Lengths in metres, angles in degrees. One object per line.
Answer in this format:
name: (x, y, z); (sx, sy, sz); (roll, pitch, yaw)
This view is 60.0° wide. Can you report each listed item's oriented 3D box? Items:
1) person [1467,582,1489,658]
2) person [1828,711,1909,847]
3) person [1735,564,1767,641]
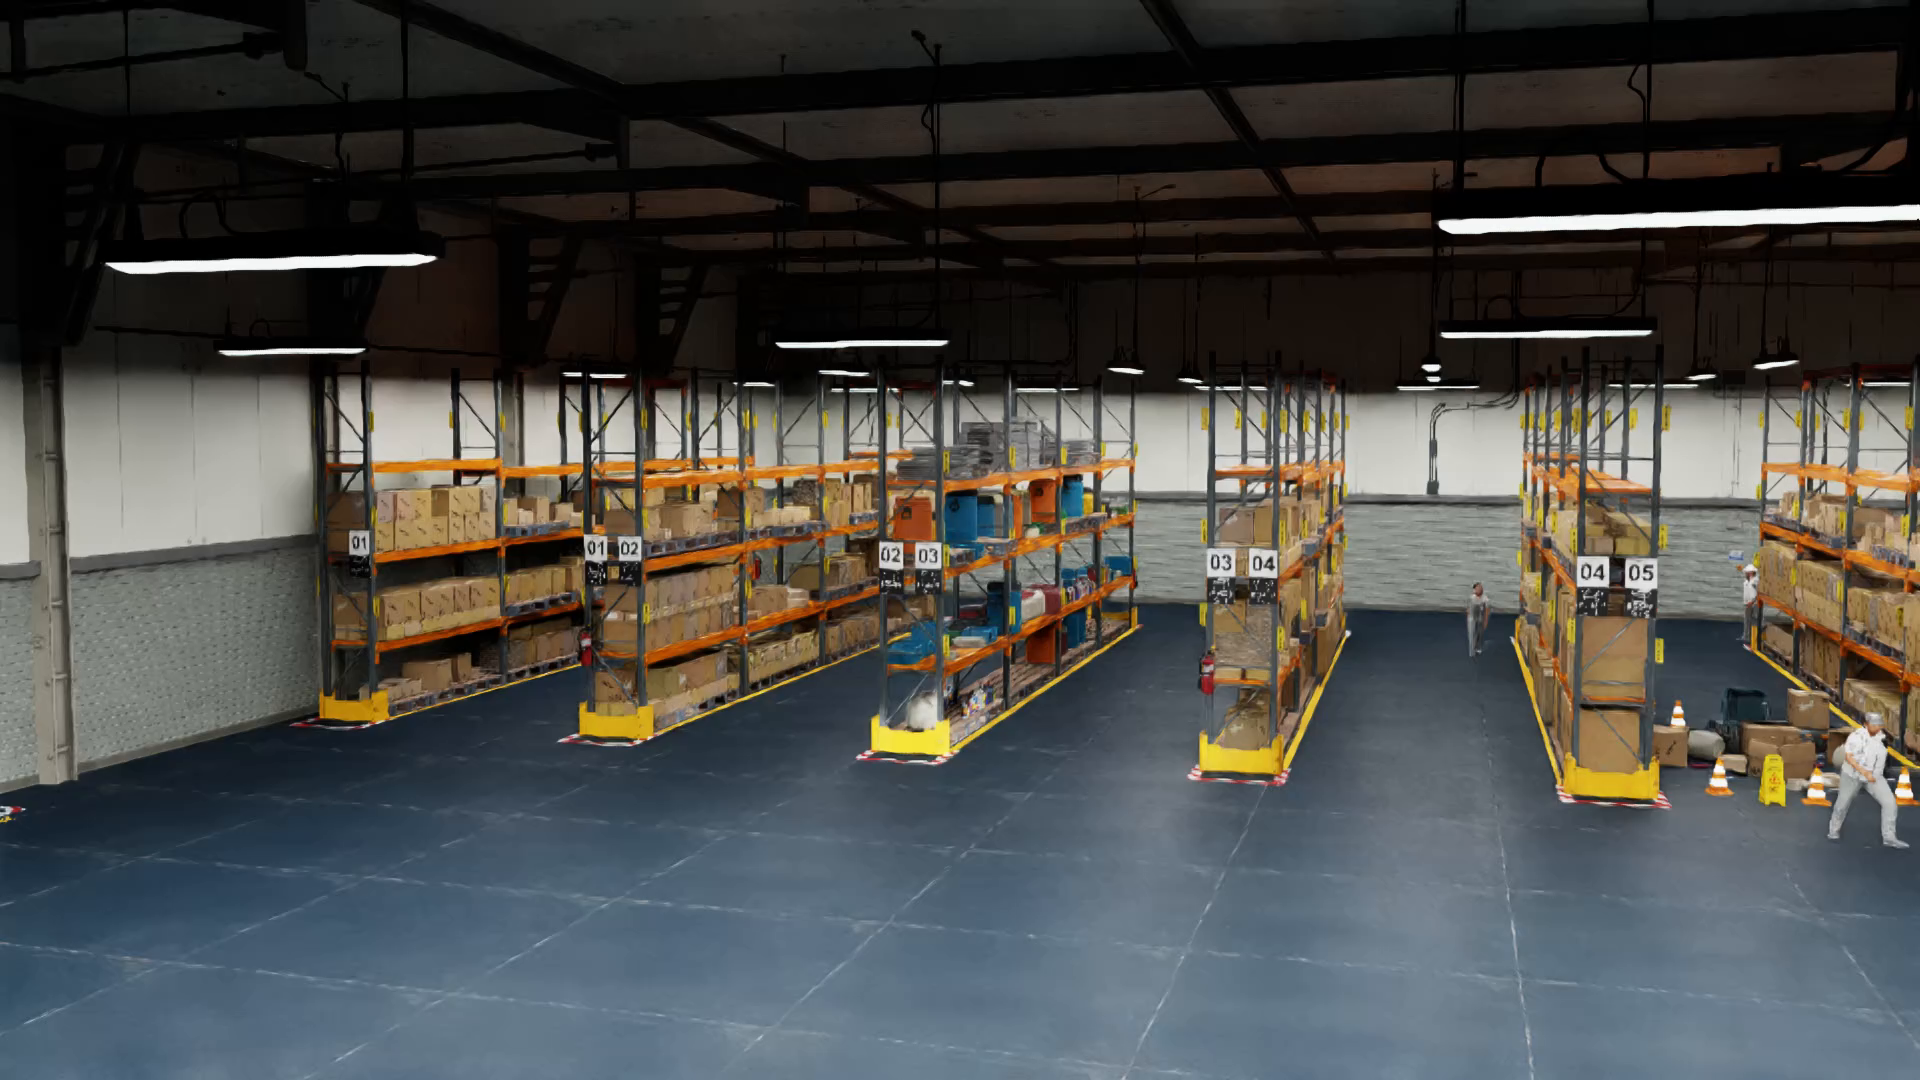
person: (10.969, 1.672, 35.202); (0.446, 1.589, 1.092); (1, 4, 15)
person: (10.726, 2.792, 19.685); (0.664, 1.598, 0.797); (0, 4, -3)
person: (18.039, 1.402, 37.766); (0.700, 1.715, 0.555); (-1, 4, -11)
